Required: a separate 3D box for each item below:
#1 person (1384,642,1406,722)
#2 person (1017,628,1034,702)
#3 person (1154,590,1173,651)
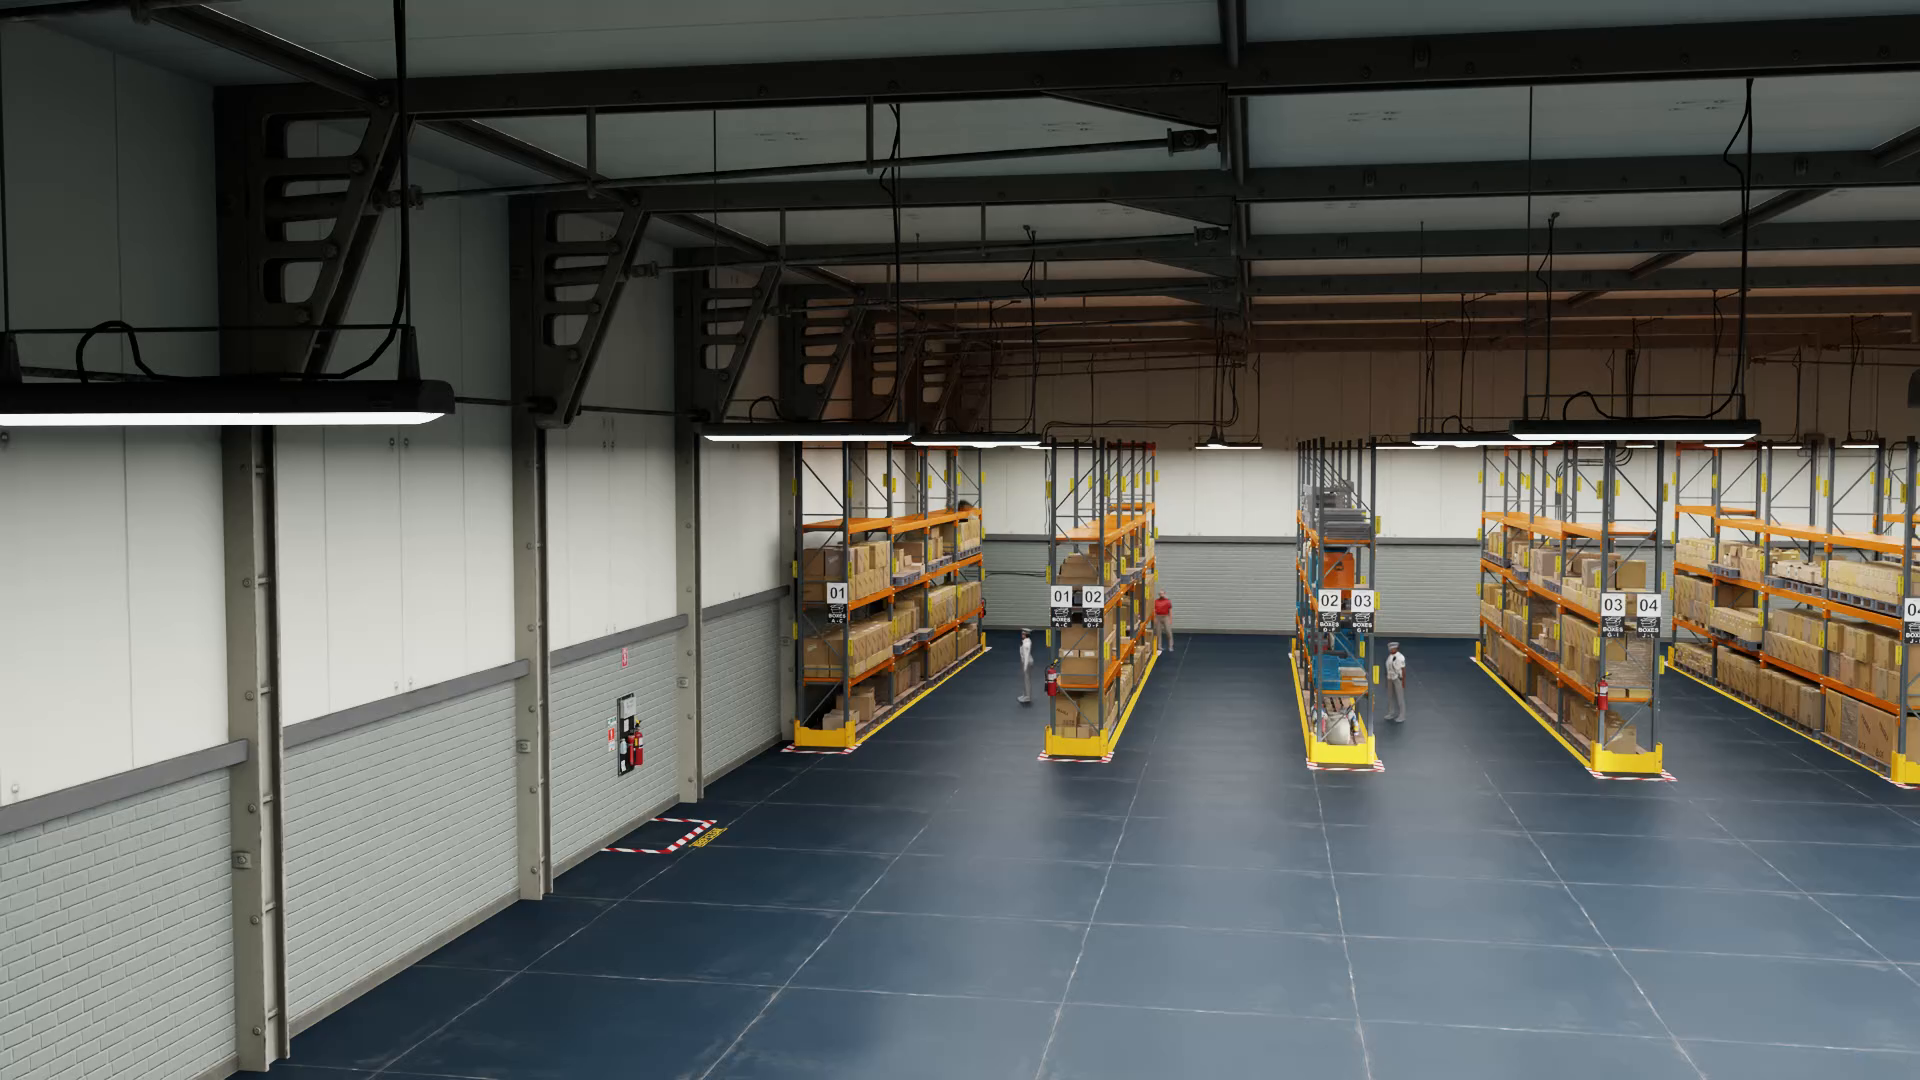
[{"bbox_3d":[9.298,3.015,35.485,0.374,1.661,0.550,-1,3,-21],"label":"person"},{"bbox_3d":[1.502,2.855,38.186,0.389,1.682,0.530,0,3,4],"label":"person"},{"bbox_3d":[5.893,2.319,48.124,0.609,1.734,0.429,1,3,15],"label":"person"}]
